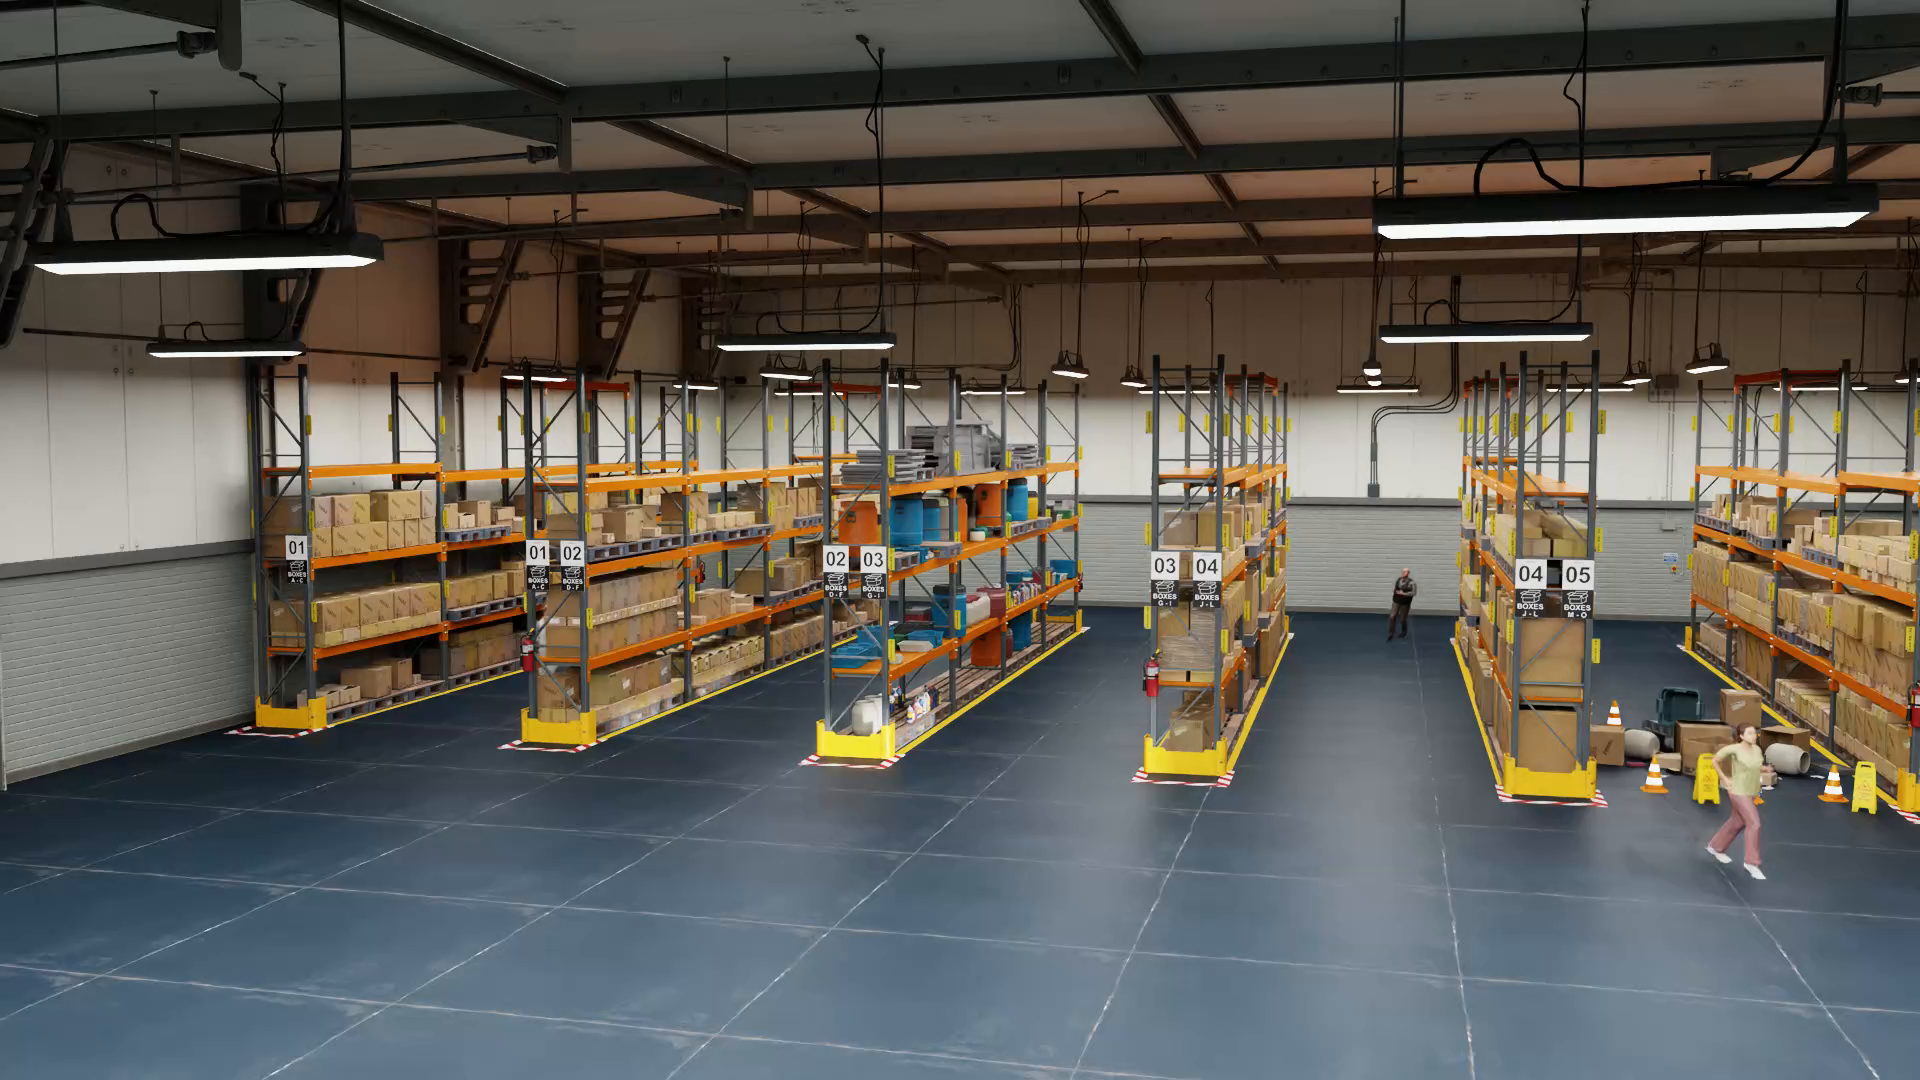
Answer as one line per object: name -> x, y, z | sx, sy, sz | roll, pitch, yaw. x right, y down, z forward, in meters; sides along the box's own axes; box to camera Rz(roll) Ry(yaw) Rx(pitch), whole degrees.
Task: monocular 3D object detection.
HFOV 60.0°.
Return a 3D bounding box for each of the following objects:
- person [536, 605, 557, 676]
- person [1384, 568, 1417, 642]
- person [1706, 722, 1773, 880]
person -> -7.438, 2.043, 30.120 | 0.663, 1.757, 0.782 | 0, 4, 3
person -> 10.305, 1.510, 38.554 | 0.678, 1.754, 0.816 | 3, 5, 41
person -> 8.781, 2.887, 18.670 | 0.549, 1.725, 0.793 | -2, 4, -28
